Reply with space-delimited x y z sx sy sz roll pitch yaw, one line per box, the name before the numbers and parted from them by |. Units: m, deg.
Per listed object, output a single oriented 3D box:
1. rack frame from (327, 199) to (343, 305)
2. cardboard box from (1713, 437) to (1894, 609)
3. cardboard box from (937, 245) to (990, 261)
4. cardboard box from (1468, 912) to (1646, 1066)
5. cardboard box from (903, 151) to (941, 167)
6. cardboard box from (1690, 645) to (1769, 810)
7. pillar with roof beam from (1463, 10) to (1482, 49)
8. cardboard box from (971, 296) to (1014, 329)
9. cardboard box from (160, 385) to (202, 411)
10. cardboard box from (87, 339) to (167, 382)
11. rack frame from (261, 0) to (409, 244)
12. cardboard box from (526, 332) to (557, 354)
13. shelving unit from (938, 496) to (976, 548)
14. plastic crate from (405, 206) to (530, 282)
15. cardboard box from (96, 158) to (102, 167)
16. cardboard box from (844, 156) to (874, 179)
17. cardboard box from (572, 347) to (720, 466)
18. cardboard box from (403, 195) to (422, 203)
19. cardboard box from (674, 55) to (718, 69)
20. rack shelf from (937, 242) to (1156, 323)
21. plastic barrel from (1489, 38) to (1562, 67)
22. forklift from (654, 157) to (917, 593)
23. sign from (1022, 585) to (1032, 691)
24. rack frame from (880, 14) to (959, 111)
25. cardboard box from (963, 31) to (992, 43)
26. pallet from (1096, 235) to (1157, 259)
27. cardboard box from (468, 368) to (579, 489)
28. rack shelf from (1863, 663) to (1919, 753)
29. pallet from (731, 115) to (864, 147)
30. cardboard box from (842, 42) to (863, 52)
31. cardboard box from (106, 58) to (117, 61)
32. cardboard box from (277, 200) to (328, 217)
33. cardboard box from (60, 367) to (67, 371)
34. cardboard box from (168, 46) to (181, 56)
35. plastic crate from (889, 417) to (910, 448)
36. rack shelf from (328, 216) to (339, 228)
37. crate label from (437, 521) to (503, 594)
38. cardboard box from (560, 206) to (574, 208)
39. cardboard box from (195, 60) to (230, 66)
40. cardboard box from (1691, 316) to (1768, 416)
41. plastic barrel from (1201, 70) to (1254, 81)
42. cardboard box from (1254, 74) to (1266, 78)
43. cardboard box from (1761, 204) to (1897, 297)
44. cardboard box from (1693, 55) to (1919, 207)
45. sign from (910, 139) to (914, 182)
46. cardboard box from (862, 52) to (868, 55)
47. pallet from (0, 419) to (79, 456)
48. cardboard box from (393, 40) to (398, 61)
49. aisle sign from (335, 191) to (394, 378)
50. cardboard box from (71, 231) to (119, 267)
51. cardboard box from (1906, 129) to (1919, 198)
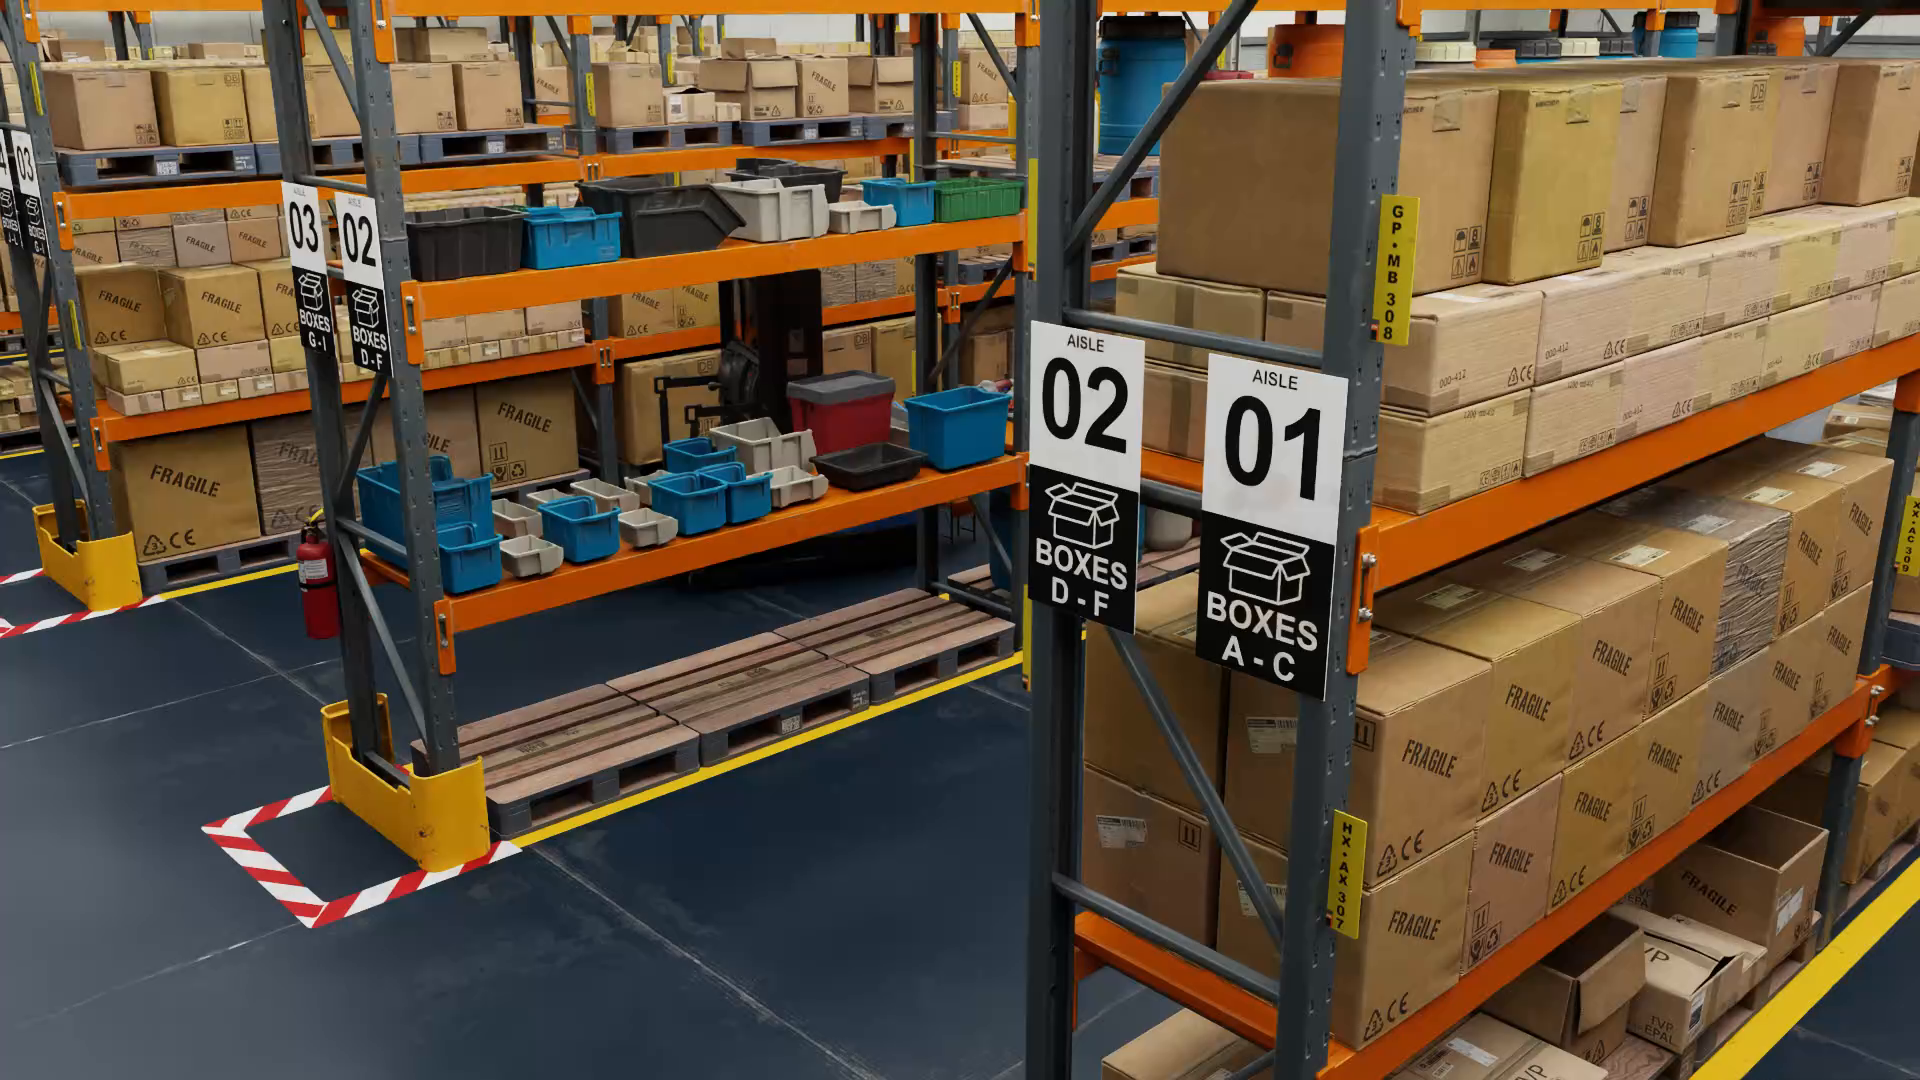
rack frame | -6.645 -3.077 17.612 0.127 3.000 1.000 -16 24 -41
cardboard box | 3.304 -0.081 6.589 0.500 0.500 0.500 -16 24 -41
cardboard box | -0.039 -3.163 17.032 0.500 0.500 0.500 14 23 37
cardboard box | 2.132 1.654 6.354 0.637 0.503 0.797 -16 24 -41
cardboard box | -0.540 -5.428 22.868 0.550 0.550 0.875 -16 24 -41
cardboard box | 2.561 0.611 6.074 0.500 0.500 0.500 -16 24 -40
pillar with roof beam | 18.818 -16.120 48.112 0.400 9.000 9.100 -16 24 -41
cardboard box | 0.441 -2.432 17.746 0.500 0.250 0.500 -13 22 -35
cardboard box | -5.547 -1.033 11.715 0.250 0.149 0.380 -17 24 -42
cardboard box | -6.047 -1.329 11.981 0.500 0.250 0.500 -17 24 -42
rack frame | -2.814 -2.840 7.155 0.127 3.000 1.000 -16 24 -41
cardboard box | -3.494 -1.632 13.562 0.250 0.149 0.380 -16 24 -40
shelving unit | -0.039 -0.488 12.788 0.252 1.050 0.215 -16 24 -41
plastic crate | -2.343 -1.371 7.697 0.590 0.269 0.497 -16 24 -41
cardboard box | -10.646 -4.421 19.973 0.500 0.500 0.500 -17 24 -42
cardboard box | -1.561 -5.080 22.005 0.500 0.500 0.700 -17 24 -42
cardboard box | -2.859 -1.273 14.813 0.875 0.875 1.225 -16 24 -41
cardboard box | -6.103 -3.681 18.235 0.380 0.149 0.250 17 25 42
cardboard box | -3.185 -5.845 20.588 0.500 0.311 0.500 -16 24 -41
rack shelf | 1.049 -2.873 18.150 4.000 0.370 1.077 -16 24 -41
plastic barrel | 4.735 -3.761 14.046 0.708 0.901 0.600 -16 24 -41
forklift | -1.777 -1.204 11.947 3.031 2.935 1.130 -7 19 -21
sign | 0.220 0.294 4.823 0.005 0.325 0.100 -16 24 -41
rack frame | -0.404 -5.646 15.807 0.127 3.000 1.000 -16 24 -41
cardboard box | 0.219 -6.869 22.715 0.250 0.149 0.380 -17 24 -42
pallet | 1.847 -3.419 18.977 1.213 0.211 1.003 -16 24 -41
cardboard box | -3.845 -1.011 14.005 0.875 0.875 0.875 -16 24 -41
rack shelf | 4.946 0.195 8.686 4.000 0.370 1.077 -16 24 -41
pallet | -1.646 -3.743 15.108 1.213 0.211 1.003 -15 23 -38
cardboard box | -1.829 -8.152 27.517 0.250 0.149 0.380 -17 24 -41
cardboard box | -12.470 -6.963 24.297 0.250 0.149 0.380 -16 24 -40
cardboard box | -6.800 -3.582 16.903 0.500 0.500 0.500 17 24 42
cardboard box | -8.425 -1.572 15.947 0.380 0.149 0.250 16 24 41
cardboard box | -11.962 -7.513 25.544 0.250 0.149 0.380 -16 24 -41
plastic crate | -0.344 -0.671 10.520 0.243 0.136 0.396 -16 24 -41
rack shelf | -8.666 -4.247 22.386 4.000 0.370 1.077 -16 24 -41
crate label | -2.408 0.086 8.031 0.303 0.233 0.416 -16 24 -41
cardboard box | -4.531 -3.721 18.843 0.250 0.149 0.380 -16 24 -41
cardboard box | -7.290 -4.584 16.182 0.250 0.149 0.380 -15 23 -39
cardboard box | 2.228 -0.600 5.351 0.500 0.250 0.500 -16 24 -41
plastic barrel | 1.814 -2.964 11.497 0.433 0.535 0.433 0 18 0
cardboard box | 3.310 -5.309 19.229 0.250 0.149 0.380 -16 24 -40
cardboard box | 2.961 -1.048 5.922 0.500 0.250 0.500 -16 24 -41
cardboard box | 3.166 -1.562 6.292 0.500 0.500 0.700 -16 24 -41
sign | -0.284 -2.389 10.612 0.005 0.325 0.100 -16 24 -41
cardboard box | -1.586 -8.036 27.804 0.500 0.250 0.500 -17 24 -41
pallet | -8.881 -1.083 15.984 1.213 0.211 1.003 -16 24 -41
cardboard box | -7.801 -6.435 22.261 0.700 0.500 0.500 16 24 41
aisle sign | -2.662 -1.142 7.427 0.004 0.787 0.394 -16 24 -41
cardboard box | -8.299 -2.672 15.718 0.500 0.500 0.500 -16 24 -40
cardboard box | 3.910 -1.535 6.988 0.600 0.600 0.600 15 23 39
